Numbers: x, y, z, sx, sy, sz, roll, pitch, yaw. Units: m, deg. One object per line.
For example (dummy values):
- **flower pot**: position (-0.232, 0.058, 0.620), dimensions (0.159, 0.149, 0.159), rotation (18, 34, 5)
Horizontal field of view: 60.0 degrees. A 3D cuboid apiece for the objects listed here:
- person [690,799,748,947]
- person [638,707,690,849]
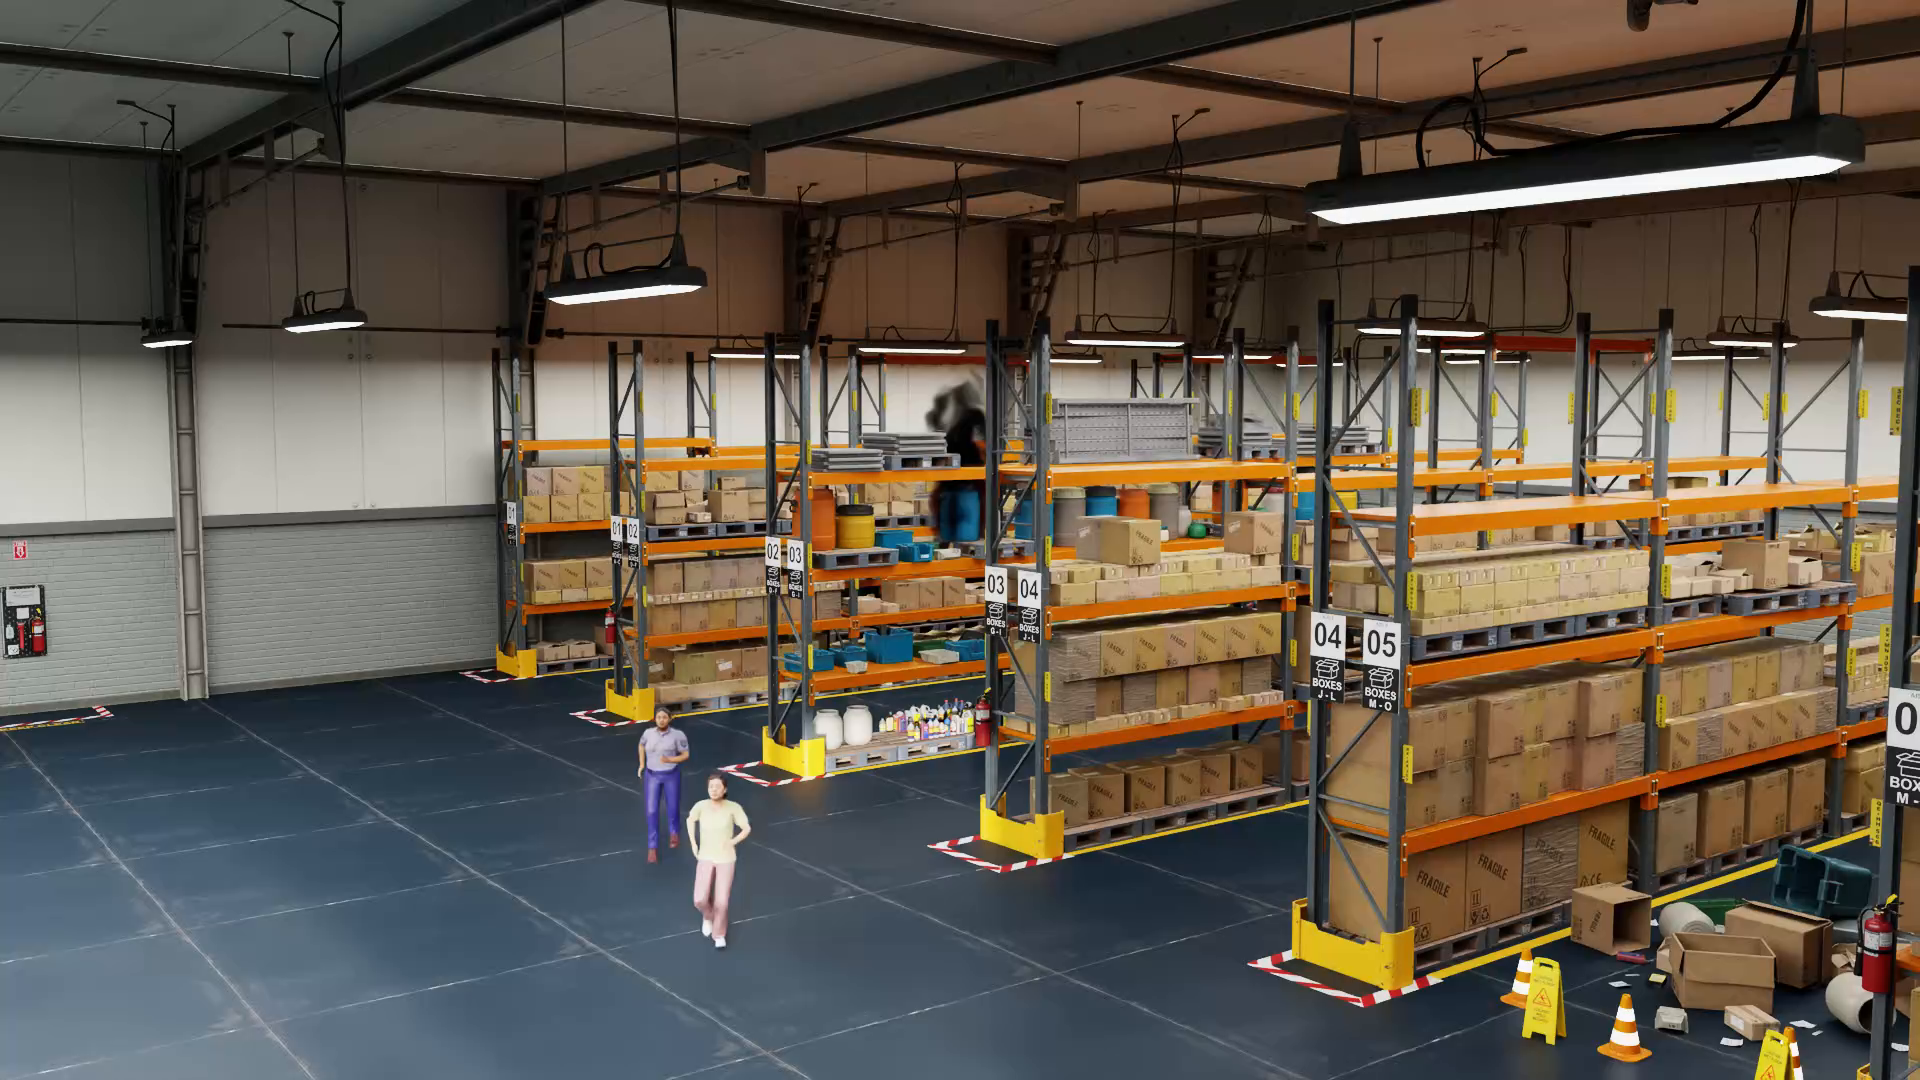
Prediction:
- **person**: position (-2.251, 3.104, 15.537), dimensions (0.568, 1.396, 0.388), rotation (0, 5, 3)
- **person**: position (-3.314, 2.634, 18.607), dimensions (0.588, 1.554, 0.731), rotation (0, 5, -4)
